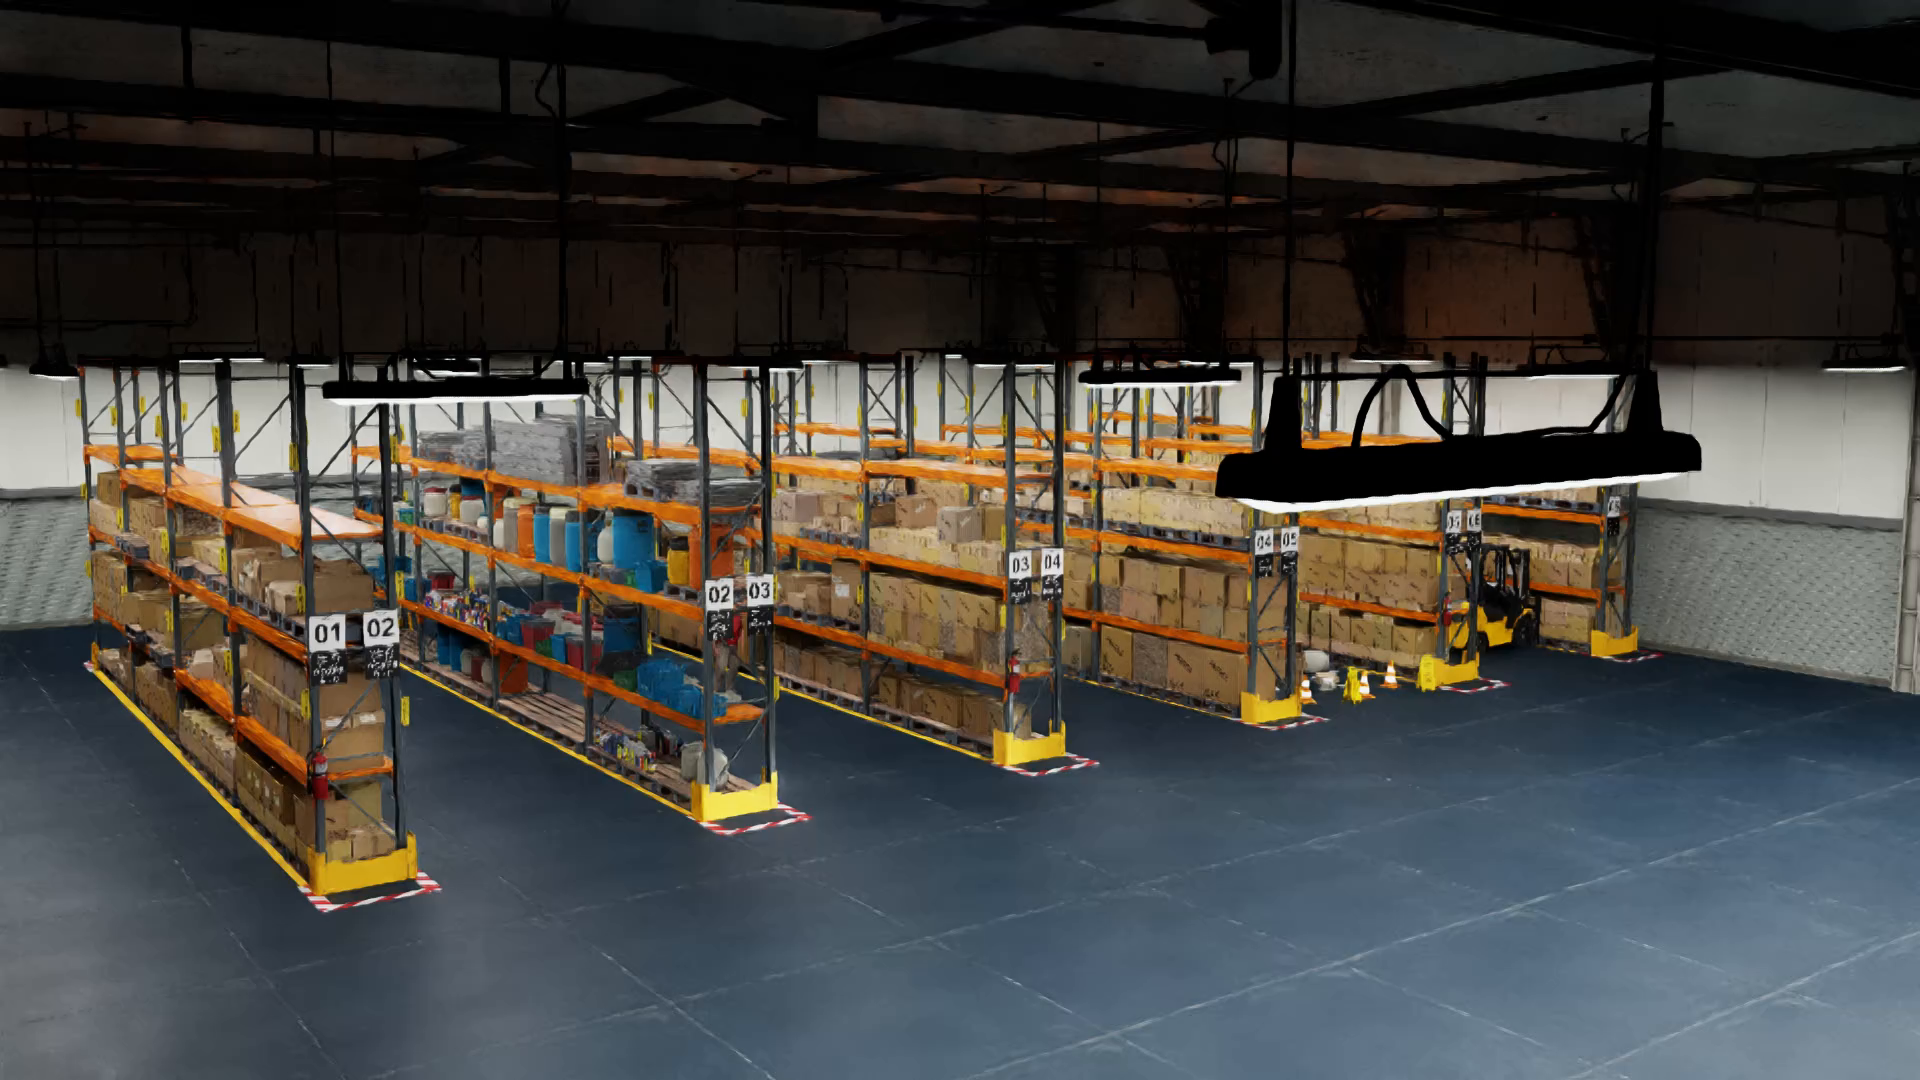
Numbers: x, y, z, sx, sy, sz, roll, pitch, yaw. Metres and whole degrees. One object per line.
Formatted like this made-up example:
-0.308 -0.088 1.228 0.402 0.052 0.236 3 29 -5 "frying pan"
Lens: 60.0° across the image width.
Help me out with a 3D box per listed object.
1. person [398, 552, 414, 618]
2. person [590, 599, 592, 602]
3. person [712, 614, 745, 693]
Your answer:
-12.187 1.100 36.366 0.479 1.662 0.584 0 7 -1 "person"
-8.638 0.646 39.788 0.583 1.763 0.707 3 8 27 "person"
-4.145 1.928 29.544 0.682 1.676 0.535 -5 9 -37 "person"
